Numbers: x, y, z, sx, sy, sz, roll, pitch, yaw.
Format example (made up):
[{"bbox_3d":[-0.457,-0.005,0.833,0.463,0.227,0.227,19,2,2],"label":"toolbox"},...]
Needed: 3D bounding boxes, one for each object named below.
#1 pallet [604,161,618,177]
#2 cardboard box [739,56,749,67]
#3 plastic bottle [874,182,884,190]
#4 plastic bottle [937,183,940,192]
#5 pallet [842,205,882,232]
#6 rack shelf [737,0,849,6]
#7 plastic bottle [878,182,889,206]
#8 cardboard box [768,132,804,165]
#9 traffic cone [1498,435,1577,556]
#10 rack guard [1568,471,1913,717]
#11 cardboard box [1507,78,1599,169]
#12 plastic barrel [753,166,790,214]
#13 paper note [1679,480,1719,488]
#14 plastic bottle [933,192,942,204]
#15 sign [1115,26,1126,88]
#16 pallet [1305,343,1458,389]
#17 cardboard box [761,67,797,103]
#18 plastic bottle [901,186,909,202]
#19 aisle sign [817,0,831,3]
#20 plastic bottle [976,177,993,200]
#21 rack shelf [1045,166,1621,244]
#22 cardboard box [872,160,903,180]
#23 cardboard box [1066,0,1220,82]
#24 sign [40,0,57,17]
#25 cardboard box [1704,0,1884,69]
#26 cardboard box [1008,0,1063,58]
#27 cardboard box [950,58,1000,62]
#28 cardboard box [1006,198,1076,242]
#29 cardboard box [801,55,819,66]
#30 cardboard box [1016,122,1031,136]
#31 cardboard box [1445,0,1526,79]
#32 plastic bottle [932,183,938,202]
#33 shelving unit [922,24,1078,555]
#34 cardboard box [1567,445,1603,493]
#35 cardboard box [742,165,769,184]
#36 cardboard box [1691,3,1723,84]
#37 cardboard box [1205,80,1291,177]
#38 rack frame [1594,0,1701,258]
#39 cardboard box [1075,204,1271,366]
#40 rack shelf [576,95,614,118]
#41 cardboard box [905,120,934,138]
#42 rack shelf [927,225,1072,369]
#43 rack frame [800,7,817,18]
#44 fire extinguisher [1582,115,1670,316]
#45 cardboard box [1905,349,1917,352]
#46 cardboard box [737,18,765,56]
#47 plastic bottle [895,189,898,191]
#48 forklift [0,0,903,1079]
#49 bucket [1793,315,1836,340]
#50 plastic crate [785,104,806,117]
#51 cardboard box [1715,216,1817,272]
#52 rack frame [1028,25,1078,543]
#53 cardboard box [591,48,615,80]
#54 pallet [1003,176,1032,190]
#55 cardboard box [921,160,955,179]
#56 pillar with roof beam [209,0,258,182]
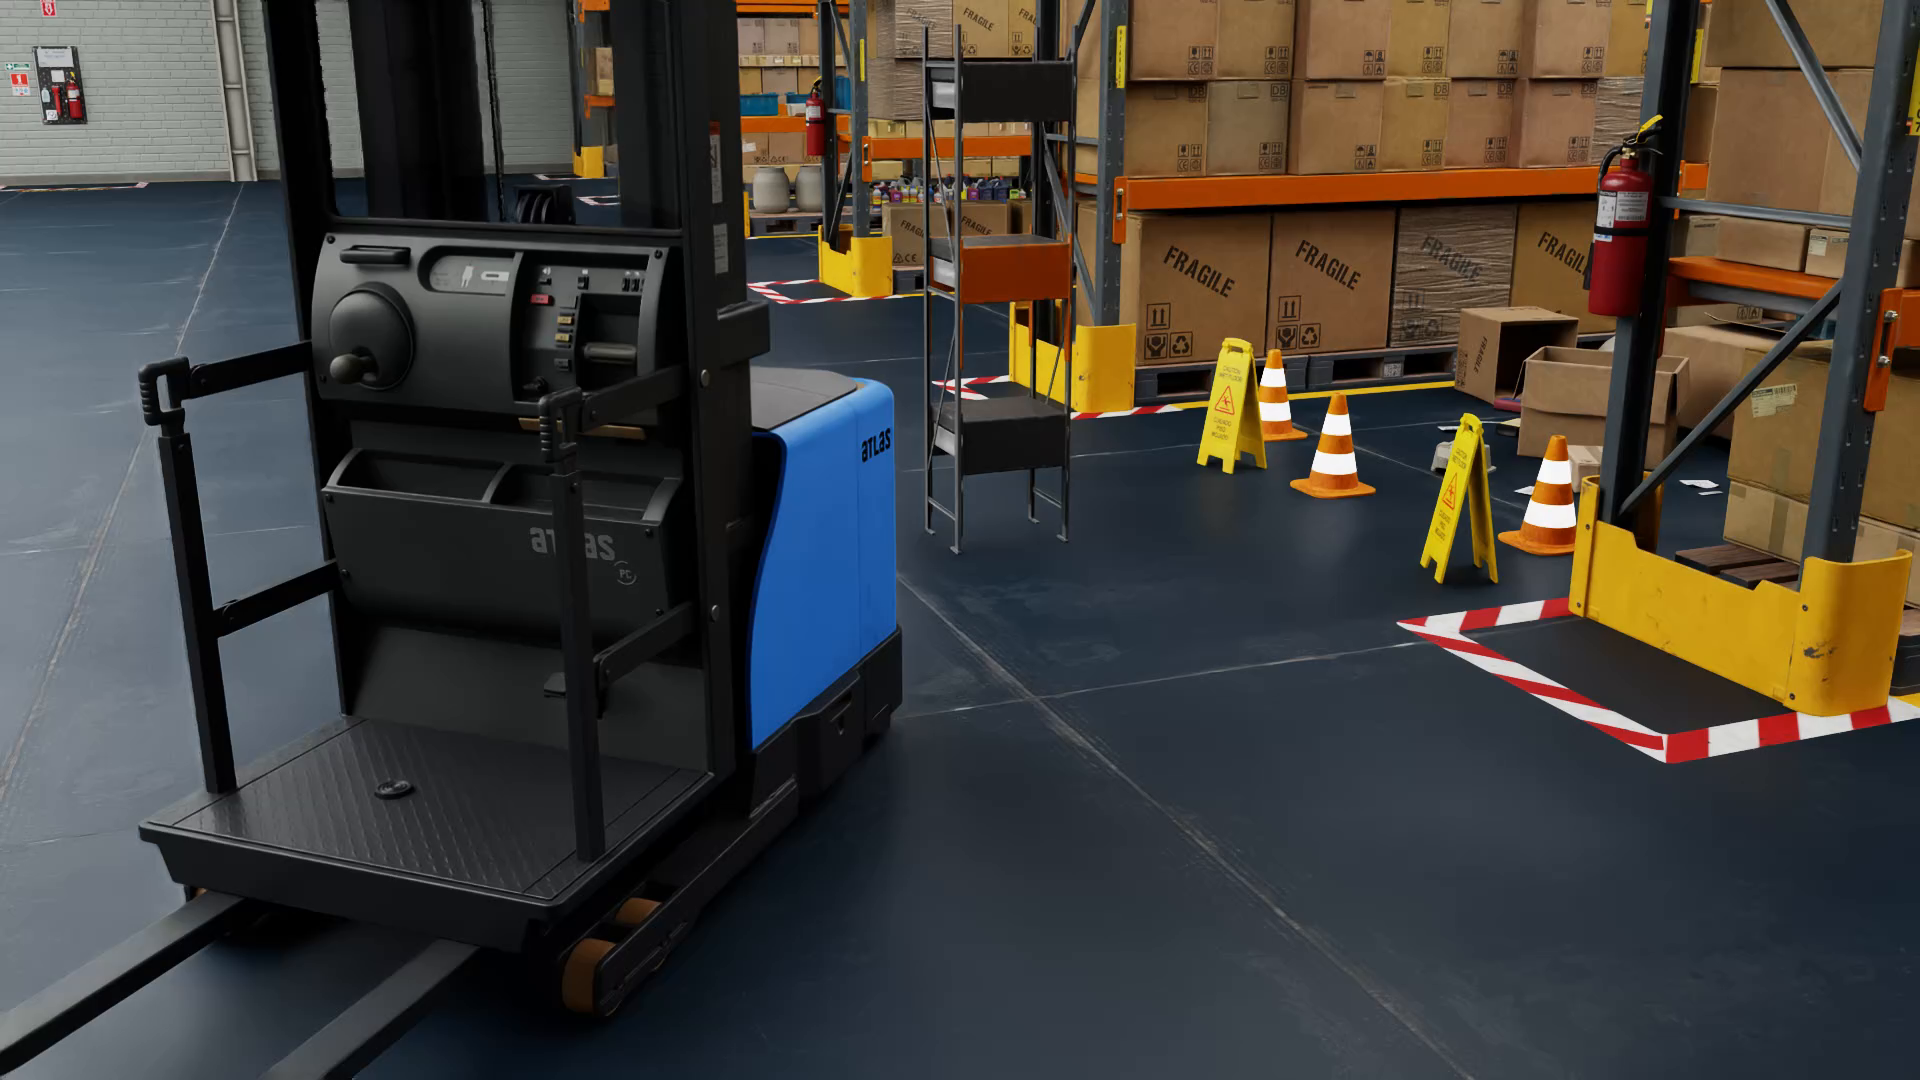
[{"bbox_3d":[-5.470,-6.302,28.185,1.213,0.211,1.003,-6,17,-20],"label":"pallet"},{"bbox_3d":[-3.129,-6.704,23.274,0.250,0.149,0.380,-7,18,-22],"label":"cardboard box"},{"bbox_3d":[-0.964,-4.176,20.049,0.135,0.276,0.152,-6,17,-20],"label":"plastic bottle"},{"bbox_3d":[-0.203,-4.084,19.723,0.133,0.283,0.061,-6,17,-20],"label":"plastic bottle"},{"bbox_3d":[-0.815,-3.838,19.793,1.213,0.211,1.003,-6,17,-20],"label":"pallet"},{"bbox_3d":[-2.668,-7.553,23.447,4.000,0.370,1.077,-6,17,-20],"label":"rack shelf"},{"bbox_3d":[-0.925,-4.152,19.953,0.133,0.283,0.061,-6,17,-20],"label":"plastic bottle"},{"bbox_3d":[-2.554,-5.645,23.801,0.500,0.500,0.500,-6,17,-20],"label":"cardboard box"},{"bbox_3d":[2.491,-0.208,6.986,0.334,0.463,0.336,-6,17,-20],"label":"traffic cone"},{"bbox_3d":[2.622,0.149,5.704,0.348,0.500,1.175,-6,17,-20],"label":"rack guard"},{"bbox_3d":[3.575,-2.708,10.732,0.550,0.550,0.875,-6,17,-20],"label":"cardboard box"},{"bbox_3d":[-2.180,-4.048,19.228,0.421,0.512,0.421,0,16,0],"label":"plastic barrel"},{"bbox_3d":[3.569,-0.278,8.011,0.142,0.019,0.148,0,16,-1],"label":"paper note"},{"bbox_3d":[-0.265,-3.998,19.574,0.097,0.201,0.097,0,16,0],"label":"plastic bottle"},{"bbox_3d":[0.879,-2.642,9.093,0.005,0.325,0.100,-6,17,-20],"label":"sign"},{"bbox_3d":[2.542,-1.220,10.879,1.213,0.211,1.003,-6,17,-20],"label":"pallet"},{"bbox_3d":[-2.651,-6.505,23.750,0.500,0.500,0.700,-6,17,-18],"label":"cardboard box"},{"bbox_3d":[-0.642,-3.991,19.426,0.097,0.271,0.097,0,16,0],"label":"plastic bottle"},{"bbox_3d":[-1.160,-4.970,14.086,0.004,0.787,0.394,-6,17,-20],"label":"aisle sign"},{"bbox_3d":[0.291,-4.137,19.782,0.185,0.351,0.144,-7,18,-23],"label":"plastic bottle"},{"bbox_3d":[2.553,-2.191,10.514,4.000,0.370,1.077,-6,17,-20],"label":"rack shelf"},{"bbox_3d":[-1.156,-5.438,24.428,0.500,0.250,0.500,-6,17,-20],"label":"cardboard box"},{"bbox_3d":[1.046,-2.952,9.645,0.550,0.550,0.875,-6,17,-20],"label":"cardboard box"},{"bbox_3d":[-13.935,-8.152,25.419,0.199,0.298,0.001,-6,17,-20],"label":"sign"},{"bbox_3d":[2.950,-1.822,5.500,0.500,0.500,0.700,-7,18,-21],"label":"cardboard box"},{"bbox_3d":[0.552,-4.404,14.291,0.500,0.500,0.500,-6,17,-20],"label":"cardboard box"},{"bbox_3d":[-0.047,-3.971,14.592,0.500,0.500,0.875,-6,17,-20],"label":"cardboard box"},{"bbox_3d":[0.732,-2.838,15.131,0.500,0.500,0.500,-4,17,-15],"label":"cardboard box"},{"bbox_3d":[-2.164,-6.808,23.629,0.250,0.149,0.380,-6,17,-18],"label":"cardboard box"},{"bbox_3d":[0.522,-3.623,14.559,0.250,0.149,0.380,-6,17,-20],"label":"cardboard box"},{"bbox_3d":[3.039,-3.196,10.475,0.550,0.550,0.875,-6,17,-20],"label":"cardboard box"},{"bbox_3d":[-0.279,-4.267,20.347,0.133,0.283,0.061,-5,17,-18],"label":"plastic bottle"},{"bbox_3d":[0.155,-1.024,6.859,0.503,2.100,0.431,-6,17,-20],"label":"shelving unit"},{"bbox_3d":[3.052,-0.338,7.987,0.250,0.149,0.380,3,17,9],"label":"cardboard box"},{"bbox_3d":[-3.023,-5.236,23.741,0.500,0.250,0.500,-6,17,-20],"label":"cardboard box"},{"bbox_3d":[4.882,-3.318,11.120,0.500,0.500,0.700,-6,18,-21],"label":"cardboard box"},{"bbox_3d":[1.522,-2.517,10.081,0.550,0.550,0.875,-6,17,-20],"label":"cardboard box"},{"bbox_3d":[4.421,-2.738,11.099,0.127,3.000,1.000,-6,17,-20],"label":"rack frame"},{"bbox_3d":[1.295,-1.603,10.258,0.875,0.875,0.875,-6,17,-20],"label":"cardboard box"},{"bbox_3d":[-4.444,-7.416,28.306,4.000,0.370,1.077,-6,17,-20],"label":"rack shelf"},{"bbox_3d":[-0.403,-3.516,14.193,0.250,0.149,0.380,-6,17,-20],"label":"cardboard box"},{"bbox_3d":[0.155,-1.011,6.863,0.480,0.518,0.431,-6,17,-20],"label":"rack shelf"},{"bbox_3d":[-2.577,-7.963,28.892,0.127,3.000,1.000,-6,17,-20],"label":"rack frame"},{"bbox_3d":[2.280,-1.115,5.710,0.183,0.674,0.296,-6,17,-20],"label":"fire extinguisher"},{"bbox_3d":[3.692,-0.488,6.239,0.500,0.500,0.500,-5,17,-18],"label":"cardboard box"},{"bbox_3d":[-3.086,-7.082,23.411,0.500,0.500,0.700,-6,17,-20],"label":"cardboard box"},{"bbox_3d":[-0.772,-4.124,20.002,0.097,0.201,0.097,0,16,0],"label":"plastic bottle"},{"bbox_3d":[-1.157,-0.506,3.621,1.130,2.935,3.031,6,17,19],"label":"forklift"},{"bbox_3d":[5.119,-1.277,9.234,0.620,0.611,0.726,9,16,-4],"label":"bucket"},{"bbox_3d":[-1.816,-4.832,18.698,0.250,0.136,0.298,-6,17,-20],"label":"plastic crate"},{"bbox_3d":[2.824,-1.016,5.681,0.250,0.149,0.380,-6,17,-18],"label":"cardboard box"},{"bbox_3d":[0.382,-1.049,6.943,0.015,2.100,0.400,-6,17,-20],"label":"rack frame"},{"bbox_3d":[-5.759,-7.826,27.326,0.500,0.500,0.500,-6,17,-20],"label":"cardboard box"},{"bbox_3d":[1.014,-5.531,25.558,1.213,0.211,1.003,-6,17,-20],"label":"pallet"},{"bbox_3d":[-0.336,-5.518,24.700,0.500,0.250,0.500,-7,18,-21],"label":"cardboard box"},{"bbox_3d":[-10.030,-8.999,21.771,0.400,9.000,9.100,-6,17,-20],"label":"pillar with roof beam"}]
